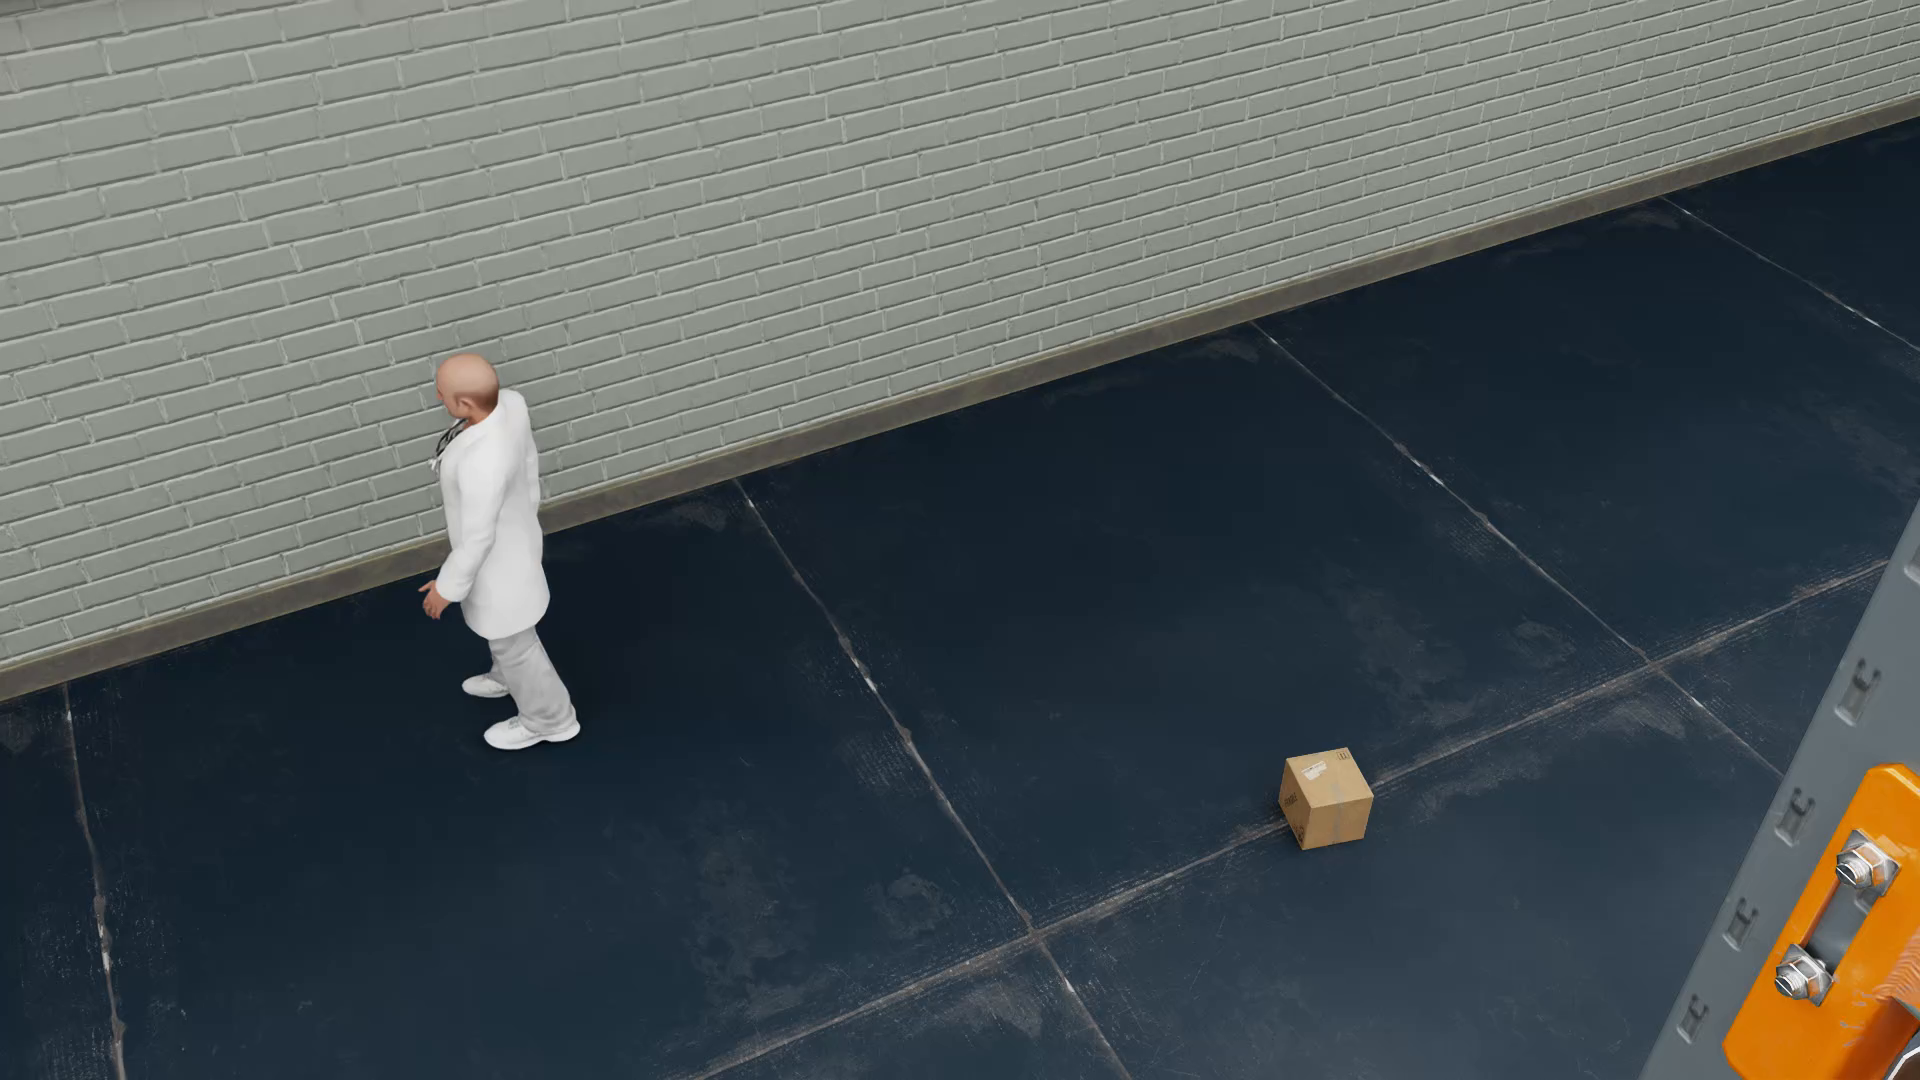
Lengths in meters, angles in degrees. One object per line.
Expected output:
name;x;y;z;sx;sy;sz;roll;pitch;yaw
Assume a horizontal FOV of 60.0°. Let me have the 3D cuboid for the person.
person;-1.806;0.066;6.226;0.536;1.810;0.624;-1;41;-1
